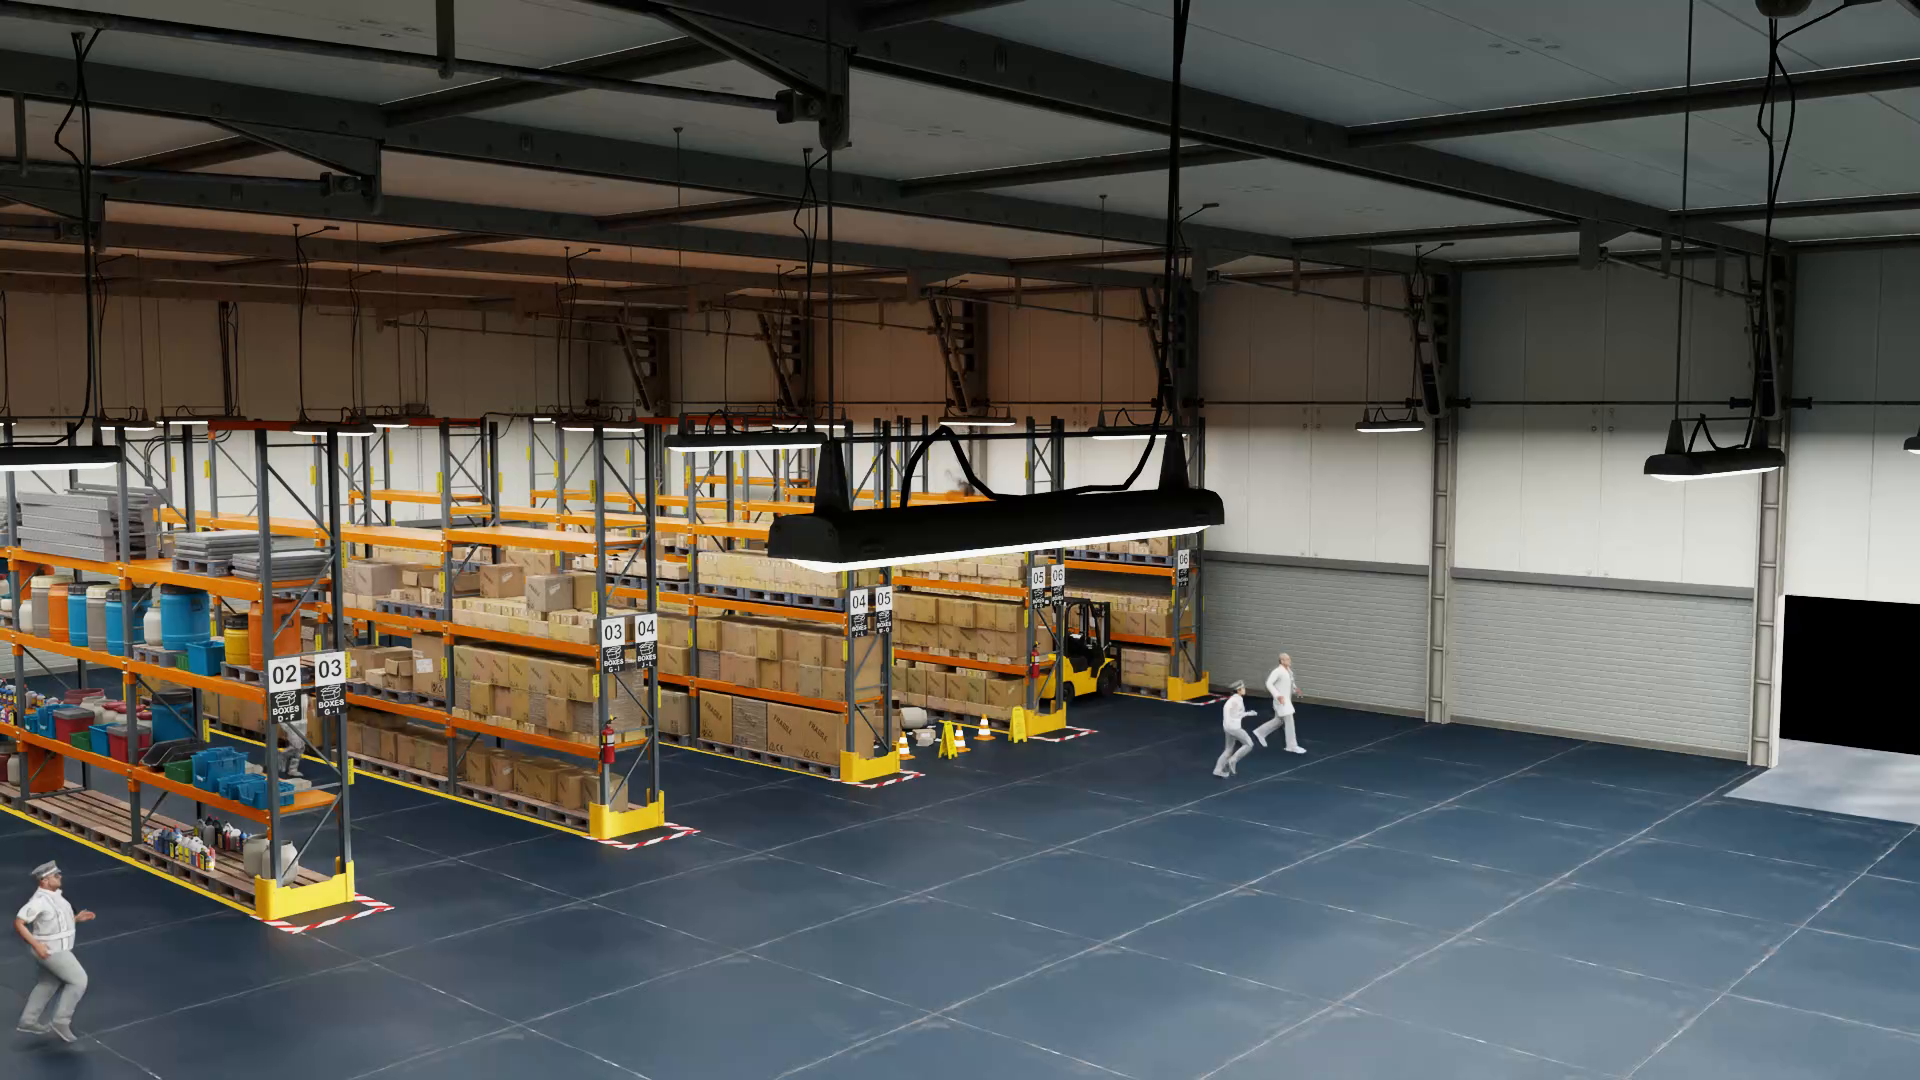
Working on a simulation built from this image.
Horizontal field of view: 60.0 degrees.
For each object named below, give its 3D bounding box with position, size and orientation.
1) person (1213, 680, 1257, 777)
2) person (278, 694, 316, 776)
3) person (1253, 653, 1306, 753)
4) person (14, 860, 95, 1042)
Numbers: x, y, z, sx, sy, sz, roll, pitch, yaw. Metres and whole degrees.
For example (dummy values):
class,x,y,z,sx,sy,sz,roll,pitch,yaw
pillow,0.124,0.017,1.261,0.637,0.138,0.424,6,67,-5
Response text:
class,x,y,z,sx,sy,sz,roll,pitch,yaw
person,4.626,3.168,27.940,0.741,1.642,0.645,0,5,2
person,-11.218,3.125,28.122,0.618,1.746,0.666,3,6,34
person,5.787,2.915,30.018,1.002,1.774,0.713,2,5,25
person,-8.987,4.086,16.504,0.745,1.837,0.633,-2,5,-23
